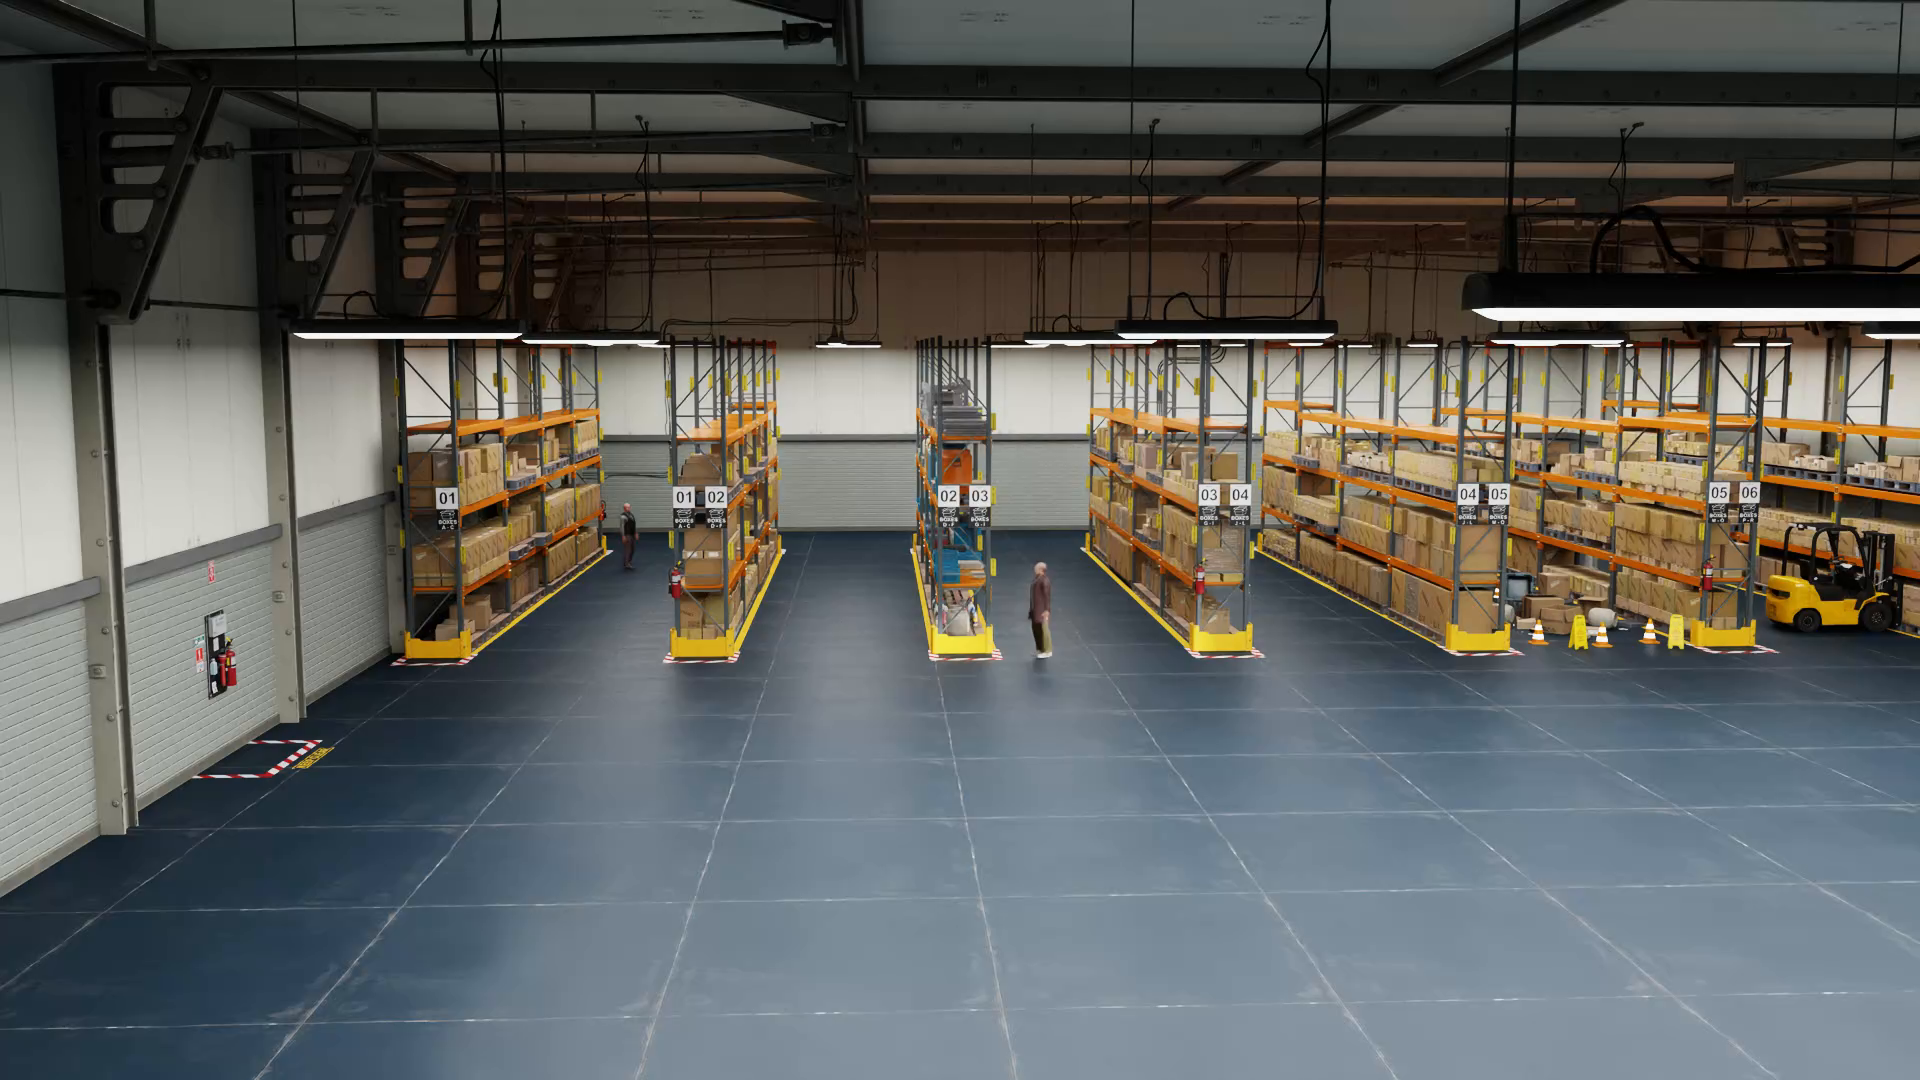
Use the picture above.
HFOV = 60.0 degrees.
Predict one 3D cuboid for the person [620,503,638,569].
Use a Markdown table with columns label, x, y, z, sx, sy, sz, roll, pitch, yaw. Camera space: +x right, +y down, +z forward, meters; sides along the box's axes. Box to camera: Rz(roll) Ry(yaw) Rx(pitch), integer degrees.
| label | x | y | z | sx | sy | sz | roll | pitch | yaw |
| --- | --- | --- | --- | --- | --- | --- | --- | --- | --- |
| person | -8.702 | -0.096 | 43.794 | 0.432 | 1.754 | 0.585 | 0 | 6 | 1 |

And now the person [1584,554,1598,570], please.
| label | x | y | z | sx | sy | sz | roll | pitch | yaw |
| --- | --- | --- | --- | --- | --- | --- | --- | --- | --- |
| person | 16.412 | -0.075 | 43.353 | 0.429 | 1.789 | 0.657 | 5 | 8 | 36 |

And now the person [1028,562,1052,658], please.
| label | x | y | z | sx | sy | sz | roll | pitch | yaw |
| --- | --- | --- | --- | --- | --- | --- | --- | --- | --- |
| person | 1.505 | 1.319 | 31.085 | 0.394 | 1.822 | 0.696 | -3 | 7 | -23 |
